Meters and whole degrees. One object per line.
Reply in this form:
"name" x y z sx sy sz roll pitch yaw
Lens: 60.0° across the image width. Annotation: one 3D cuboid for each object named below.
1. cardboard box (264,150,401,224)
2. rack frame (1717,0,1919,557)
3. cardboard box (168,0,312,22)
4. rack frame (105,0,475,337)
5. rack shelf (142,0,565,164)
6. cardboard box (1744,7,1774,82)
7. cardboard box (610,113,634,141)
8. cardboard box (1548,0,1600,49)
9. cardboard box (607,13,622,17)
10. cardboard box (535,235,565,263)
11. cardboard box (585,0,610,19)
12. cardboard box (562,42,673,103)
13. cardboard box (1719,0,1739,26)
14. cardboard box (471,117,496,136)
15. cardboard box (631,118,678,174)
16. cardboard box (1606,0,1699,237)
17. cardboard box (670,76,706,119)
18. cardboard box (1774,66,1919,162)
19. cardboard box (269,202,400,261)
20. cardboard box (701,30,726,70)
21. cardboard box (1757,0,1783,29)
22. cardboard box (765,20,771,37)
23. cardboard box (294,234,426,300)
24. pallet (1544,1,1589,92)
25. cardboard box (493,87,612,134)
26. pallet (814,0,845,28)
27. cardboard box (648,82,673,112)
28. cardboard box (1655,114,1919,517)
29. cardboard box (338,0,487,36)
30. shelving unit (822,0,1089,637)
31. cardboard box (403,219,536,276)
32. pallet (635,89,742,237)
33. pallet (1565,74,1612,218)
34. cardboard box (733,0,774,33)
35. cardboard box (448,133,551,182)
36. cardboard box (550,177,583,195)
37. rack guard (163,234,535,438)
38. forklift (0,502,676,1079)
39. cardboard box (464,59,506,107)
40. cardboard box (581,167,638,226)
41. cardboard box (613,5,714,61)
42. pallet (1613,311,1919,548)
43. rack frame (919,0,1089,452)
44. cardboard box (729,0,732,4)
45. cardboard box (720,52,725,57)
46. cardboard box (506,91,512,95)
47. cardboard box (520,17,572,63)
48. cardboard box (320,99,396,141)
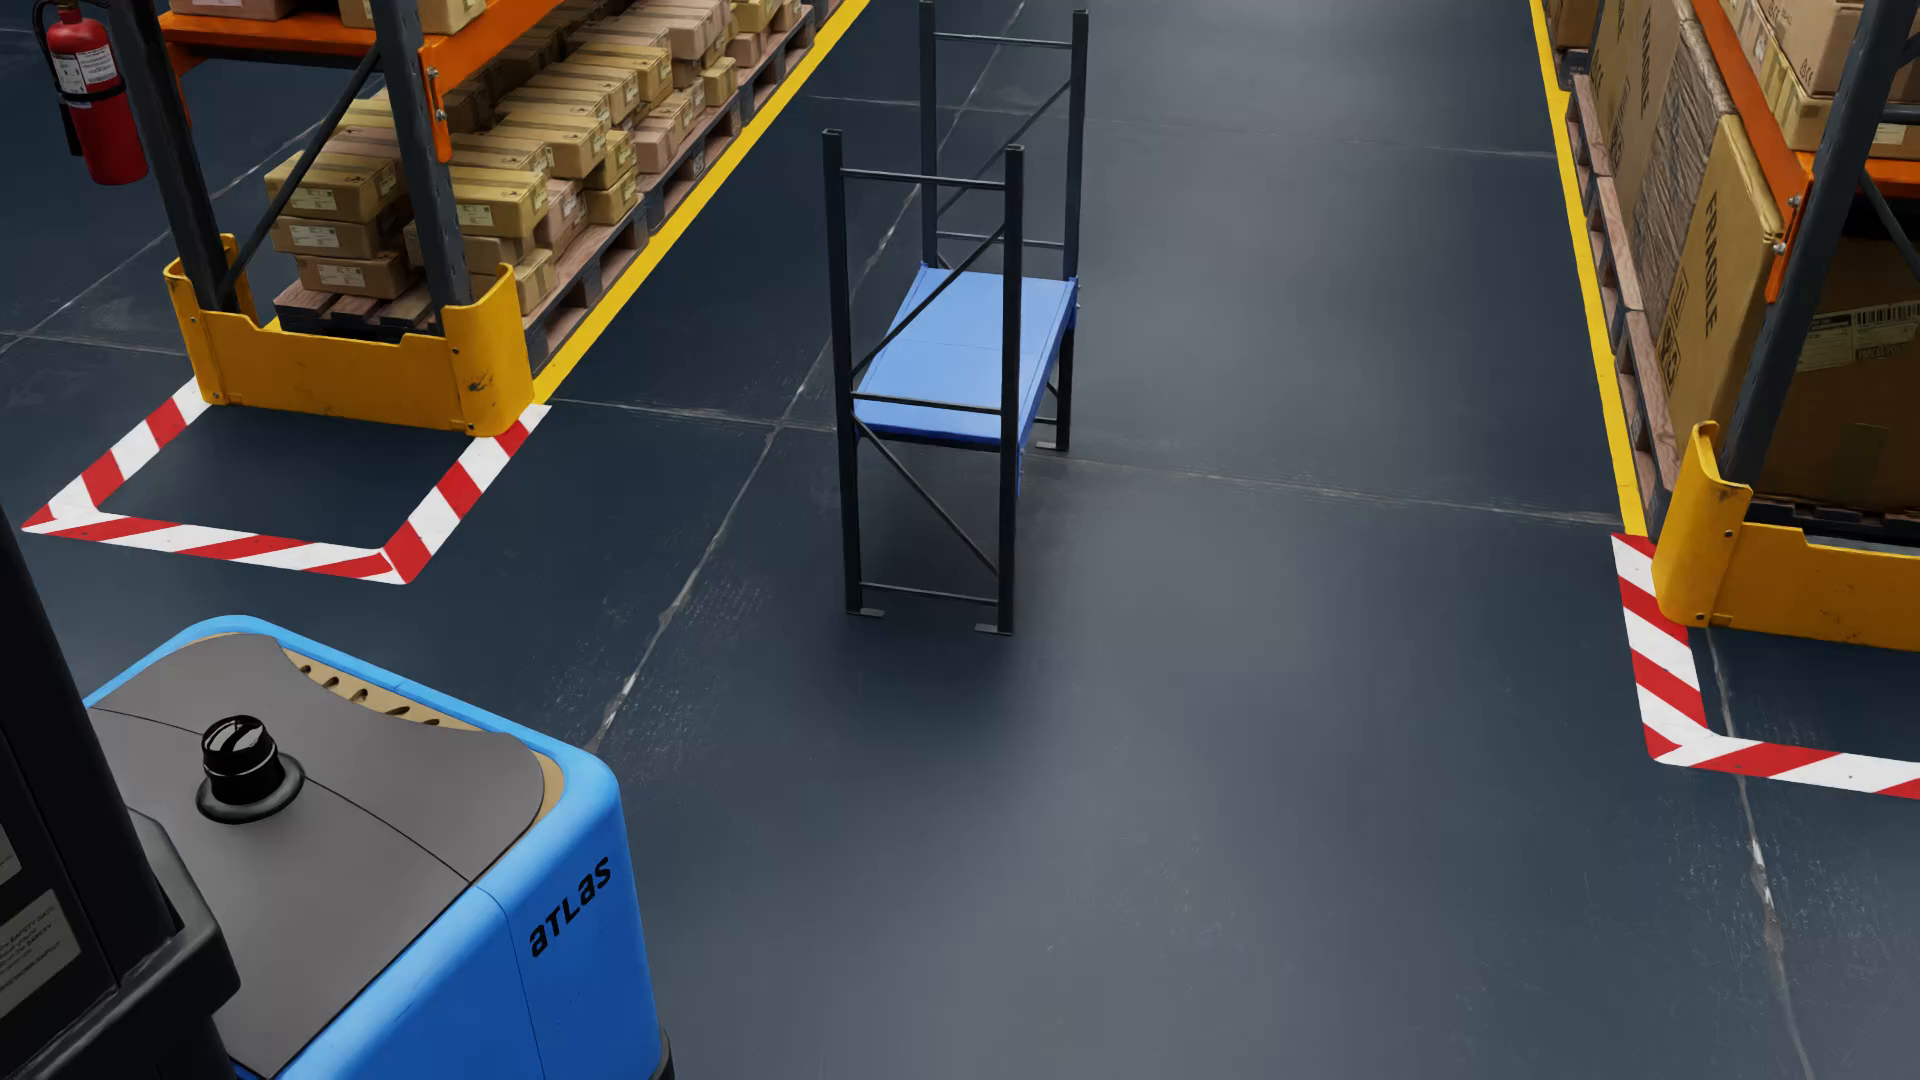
"cardboard box" -2.271 -1.281 6.025 0.380 0.149 0.250 8 37 11
"rack frame" 2.687 -1.009 4.086 1.000 3.000 0.127 7 37 10
"cardboard box" -2.343 -1.809 5.404 0.380 0.149 0.250 7 37 10
"rack frame" -2.136 -1.689 5.024 1.000 3.000 0.127 7 37 10
"rack shelf" -1.709 -2.544 6.817 1.077 0.370 4.000 7 37 10
"cardboard box" 2.551 -1.446 4.904 0.380 0.149 0.250 7 37 10
"cardboard box" -1.570 -1.692 6.846 0.380 0.149 0.250 6 36 8
"cardboard box" 3.659 -2.981 8.260 1.225 0.875 0.875 7 37 10
"cardboard box" -1.716 -2.495 7.955 0.380 0.149 0.250 6 36 8
"cardboard box" -1.736 -1.125 6.318 0.380 0.149 0.250 7 37 10
"cardboard box" -1.848 -2.477 7.676 0.380 0.149 0.250 8 37 11
"cardboard box" -1.431 -1.960 6.963 0.380 0.149 0.250 8 37 11
"cardboard box" 2.659 -1.738 5.307 0.380 0.149 0.250 7 36 9
"cardboard box" -2.035 -1.602 6.723 0.380 0.149 0.250 7 37 9
"cardboard box" -1.428 -1.691 7.099 0.380 0.149 0.250 6 36 8
"cardboard box" 3.131 -1.728 6.530 0.875 0.875 0.875 7 37 10
"cardboard box" -1.375 -1.996 7.519 0.380 0.149 0.250 8 37 11
"cardboard box" 2.442 -1.153 4.499 0.380 0.149 0.250 8 37 11
"cardboard box" -2.302 -1.163 6.117 0.380 0.149 0.250 6 36 9
"cardboard box" -1.309 -2.305 7.692 0.380 0.149 0.250 8 37 11
"cardboard box" 2.641 -1.671 4.873 0.500 0.250 0.500 7 36 9
"cardboard box" -1.170 -2.592 8.341 0.380 0.149 0.250 8 37 11
"cardboard box" -2.228 -1.032 6.190 0.380 0.149 0.250 8 37 11
"pallet" 3.633 -2.625 8.692 1.003 0.211 1.213 7 37 10
"cardboard box" -1.600 -1.657 6.545 0.380 0.149 0.250 6 36 8
"pallet" -1.117 -3.299 9.622 1.003 0.211 1.213 7 37 10
"cardboard box" -1.485 -2.006 7.280 0.380 0.149 0.250 9 37 12
"cardboard box" 2.746 -0.696 5.107 0.875 0.875 0.875 7 37 10
"cardboard box" -1.747 -1.732 5.297 0.380 0.149 0.250 7 37 10
"shelving unit" 0.018 -0.656 4.877 0.538 1.500 1.048 7 37 10
"cardboard box" -1.774 -1.093 6.020 0.380 0.149 0.250 9 37 12
"pallet" -1.649 -1.762 7.501 1.003 0.211 1.213 7 37 10
"pallet" 3.303 -1.747 7.481 1.003 0.211 1.213 7 37 10
"cardboard box" -1.124 -2.585 8.079 0.380 0.149 0.250 6 36 8
"cardboard box" -1.751 -1.376 6.157 0.380 0.149 0.250 8 37 11
"cardboard box" -1.694 -1.394 6.436 0.380 0.149 0.250 8 37 11
"rack guard" -2.120 -0.720 5.818 1.175 0.500 0.348 7 37 10
"forklift" -1.715 0.702 1.783 1.130 2.935 3.031 17 39 22
"cardboard box" -2.110 -1.883 6.857 0.380 0.149 0.250 9 37 12
"cardboard box" -1.528 -1.401 6.698 0.380 0.149 0.250 8 37 11
"cardboard box" -1.311 -2.245 7.356 0.380 0.149 0.250 6 36 8
"pallet" 2.782 -0.348 5.551 1.003 0.211 1.213 7 37 10
"rack frame" 0.127 -0.948 5.279 0.500 1.500 0.032 7 37 10
"cardboard box" -1.297 -2.568 7.801 0.380 0.149 0.250 8 37 11
"cardboard box" -1.339 -2.296 7.934 0.380 0.149 0.250 6 36 9
"cardboard box" -2.022 -1.904 7.140 0.380 0.149 0.250 9 37 12
"cardboard box" -1.917 -2.174 7.258 0.380 0.149 0.250 7 37 10
"cardboard box" -2.230 -1.582 6.441 0.380 0.149 0.250 7 36 9
